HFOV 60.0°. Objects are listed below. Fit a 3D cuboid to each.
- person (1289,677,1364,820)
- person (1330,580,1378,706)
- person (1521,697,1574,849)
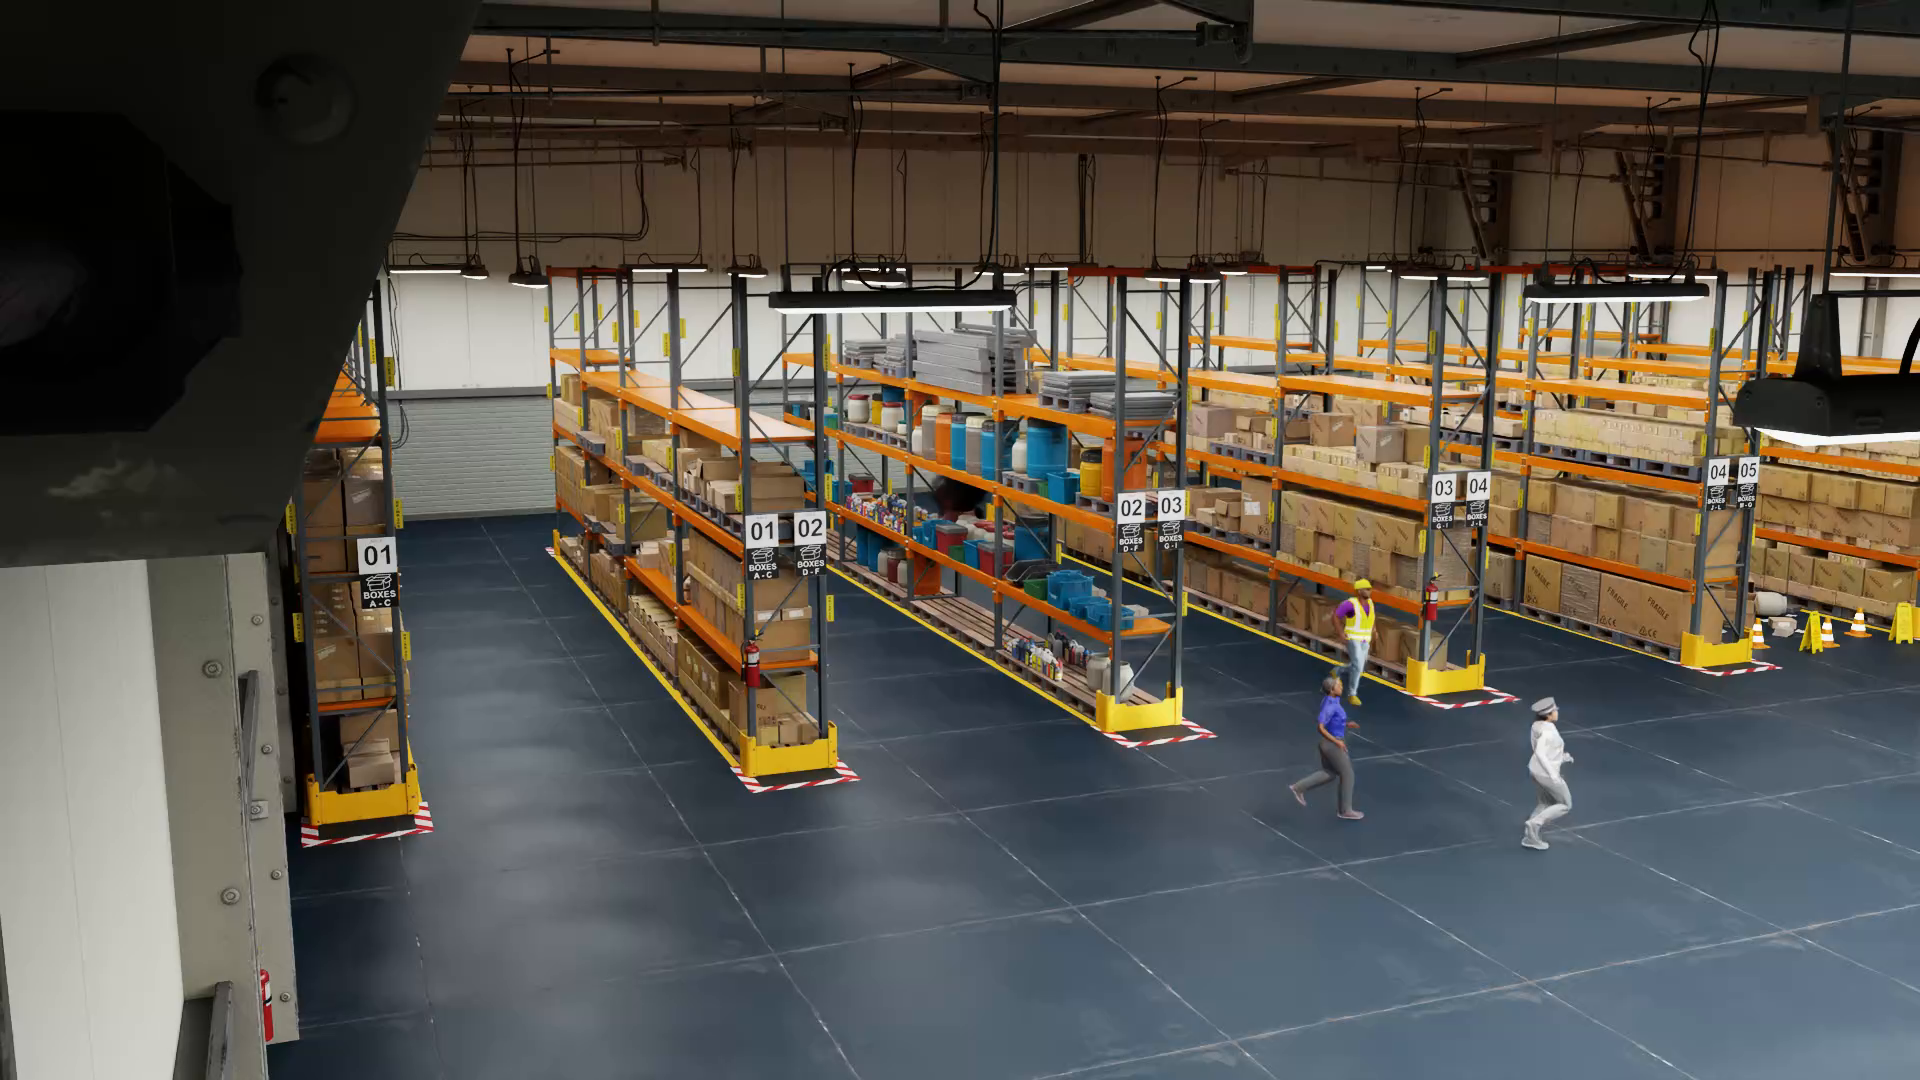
[{"bbox_3d":[4.133,2.323,18.631,0.834,1.623,0.588,1,10,5],"label":"person"},{"bbox_3d":[5.621,1.414,23.673,0.746,1.735,0.764,-6,12,-31],"label":"person"},{"bbox_3d":[6.273,2.480,17.670,0.535,1.659,0.605,0,10,-2],"label":"person"}]
